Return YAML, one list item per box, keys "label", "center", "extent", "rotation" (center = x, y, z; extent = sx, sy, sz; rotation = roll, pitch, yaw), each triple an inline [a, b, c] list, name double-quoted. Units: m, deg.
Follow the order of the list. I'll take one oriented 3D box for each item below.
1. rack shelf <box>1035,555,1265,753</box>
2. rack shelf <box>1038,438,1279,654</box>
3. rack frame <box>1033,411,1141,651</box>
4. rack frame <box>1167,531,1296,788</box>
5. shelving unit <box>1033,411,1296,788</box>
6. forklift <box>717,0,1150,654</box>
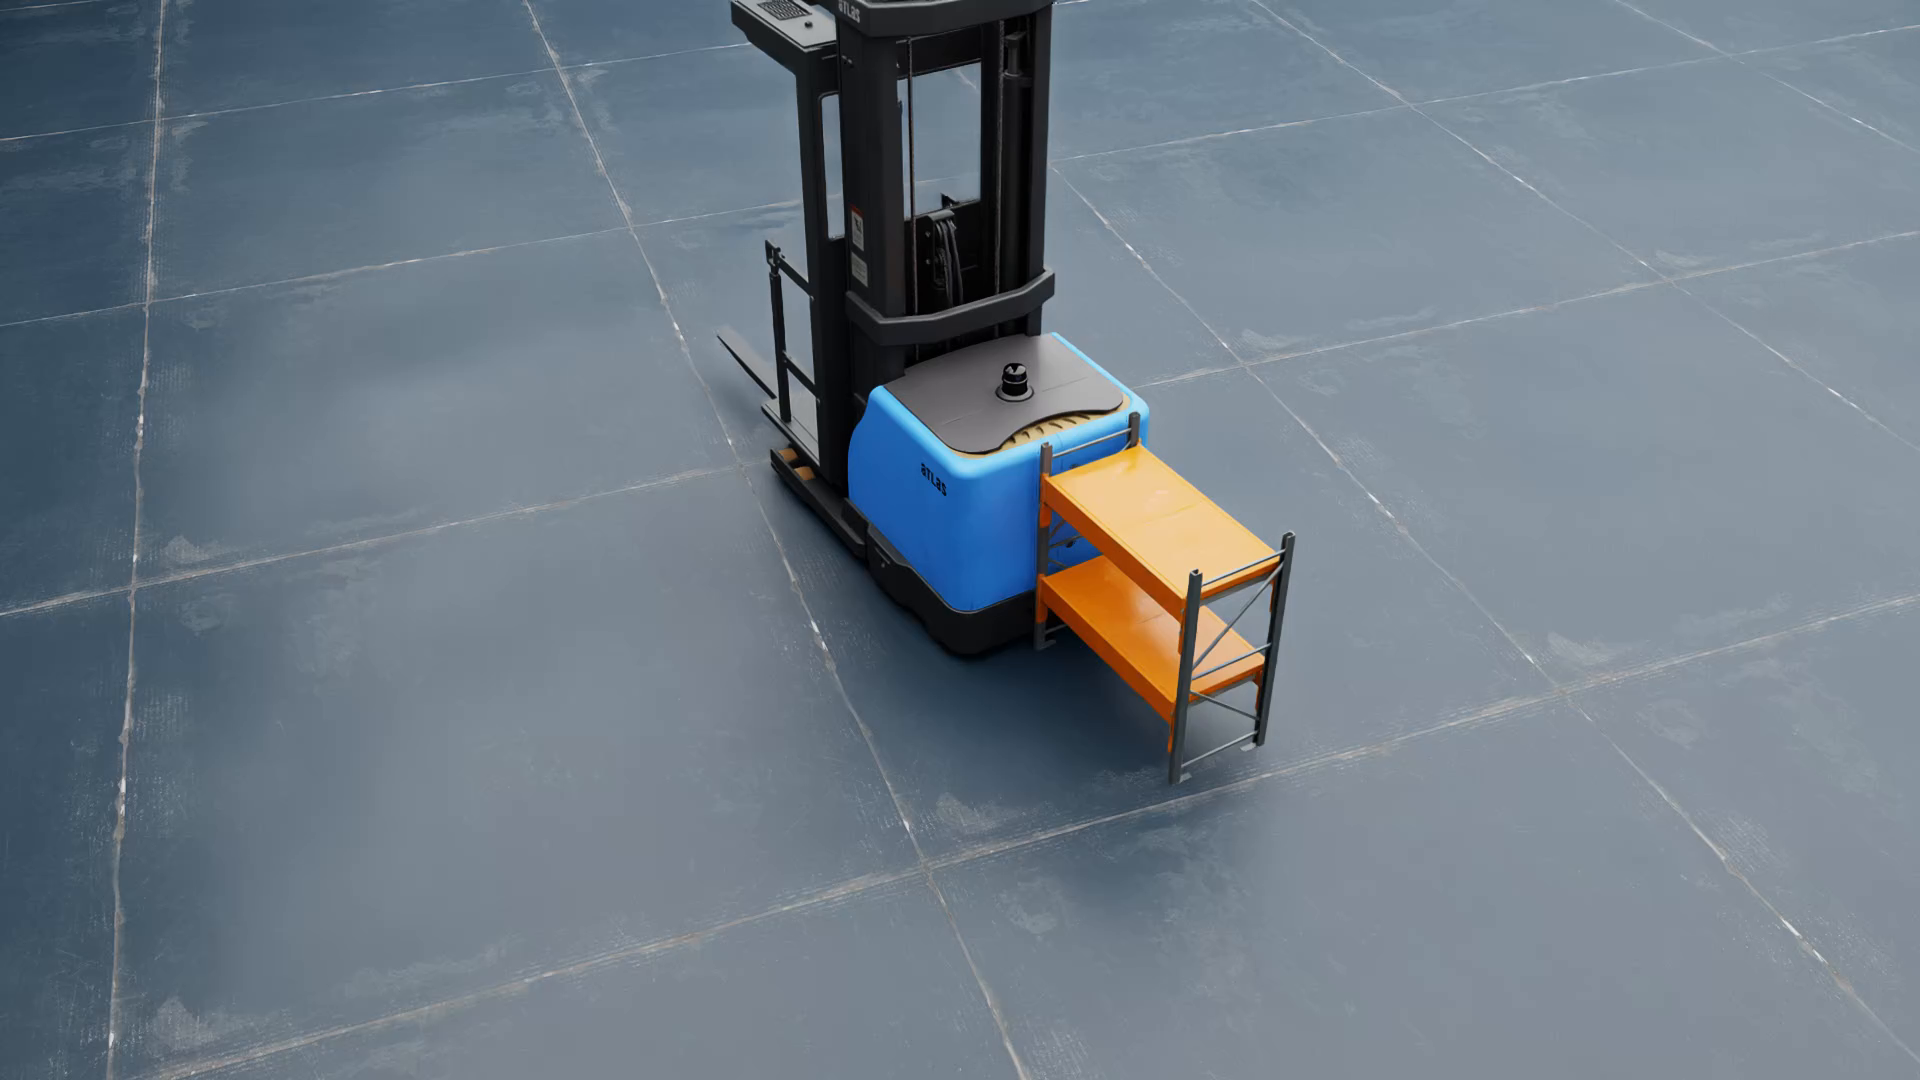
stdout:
- label: "rack shelf"
  center: [0.823, 0.432, 7.208]
  extent: [0.538, 0.278, 1.000]
  rotation: [-20, 41, -25]
- label: "rack shelf"
  center: [0.823, 0.003, 6.885]
  extent: [0.538, 0.278, 1.000]
  rotation: [-20, 41, -25]
- label: "rack frame"
  center: [0.558, -0.024, 7.408]
  extent: [0.500, 1.125, 0.032]
  rotation: [-20, 41, -25]
- label: "rack frame"
  center: [1.088, 0.498, 6.714]
  extent: [0.500, 1.125, 0.032]
  rotation: [-20, 41, -25]
- label: "shelving unit"
  center: [0.823, 0.237, 7.061]
  extent: [0.538, 1.125, 1.048]
  rotation: [-20, 41, -25]
- label: "forklift"
  center: [-0.333, -1.517, 7.888]
  extent: [1.130, 2.935, 3.031]
  rotation: [-20, 41, -24]
